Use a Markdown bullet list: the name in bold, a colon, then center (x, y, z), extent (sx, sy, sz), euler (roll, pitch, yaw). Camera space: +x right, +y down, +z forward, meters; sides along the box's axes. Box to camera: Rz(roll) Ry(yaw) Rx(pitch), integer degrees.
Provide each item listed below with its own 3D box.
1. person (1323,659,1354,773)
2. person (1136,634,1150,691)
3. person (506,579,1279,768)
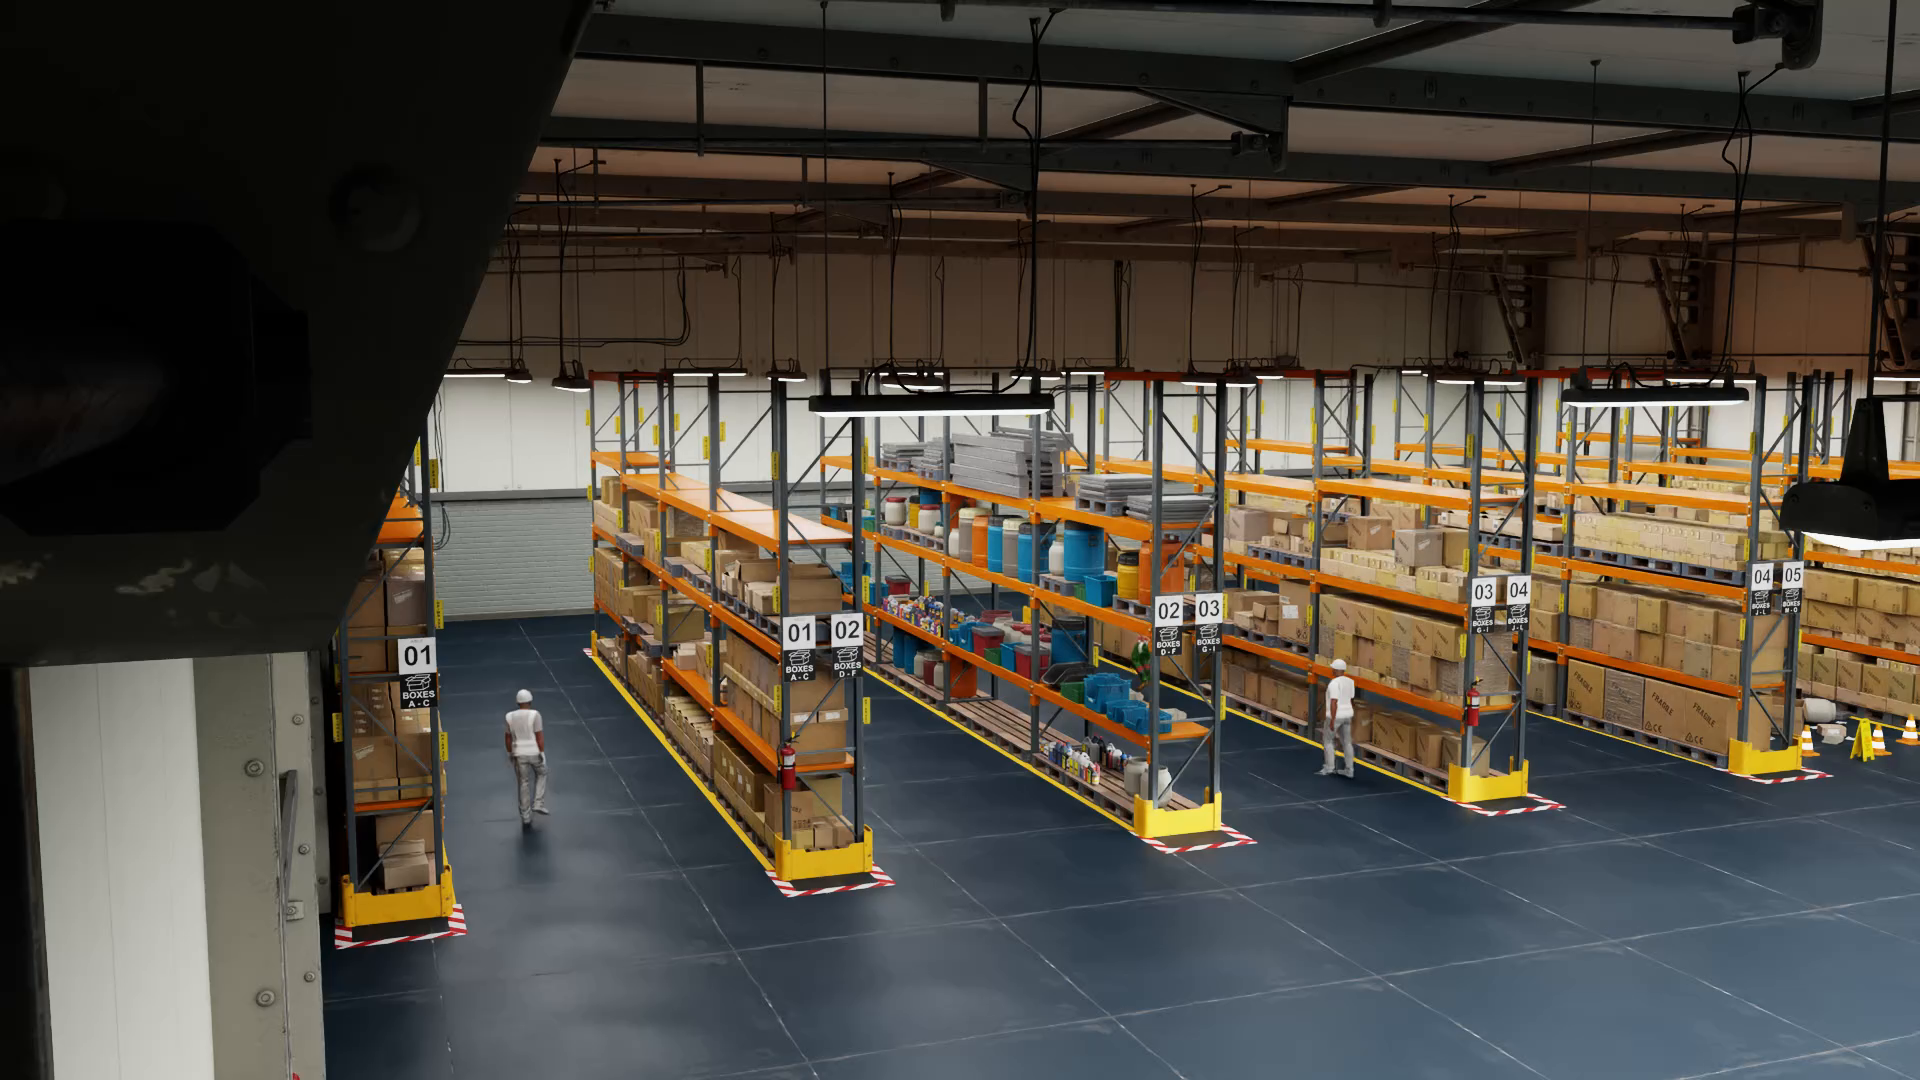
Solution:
- **person**: center (5.740, 2.630, 24.966), extent (0.588, 1.676, 0.555), euler (-3, 7, -28)
- **person**: center (3.456, 1.881, 30.516), extent (0.556, 1.760, 0.411), euler (-4, 7, -30)
- **person**: center (3.518, 1.499, 35.408), extent (22.196, 1.794, 23.837), euler (-1, 6, -6)
